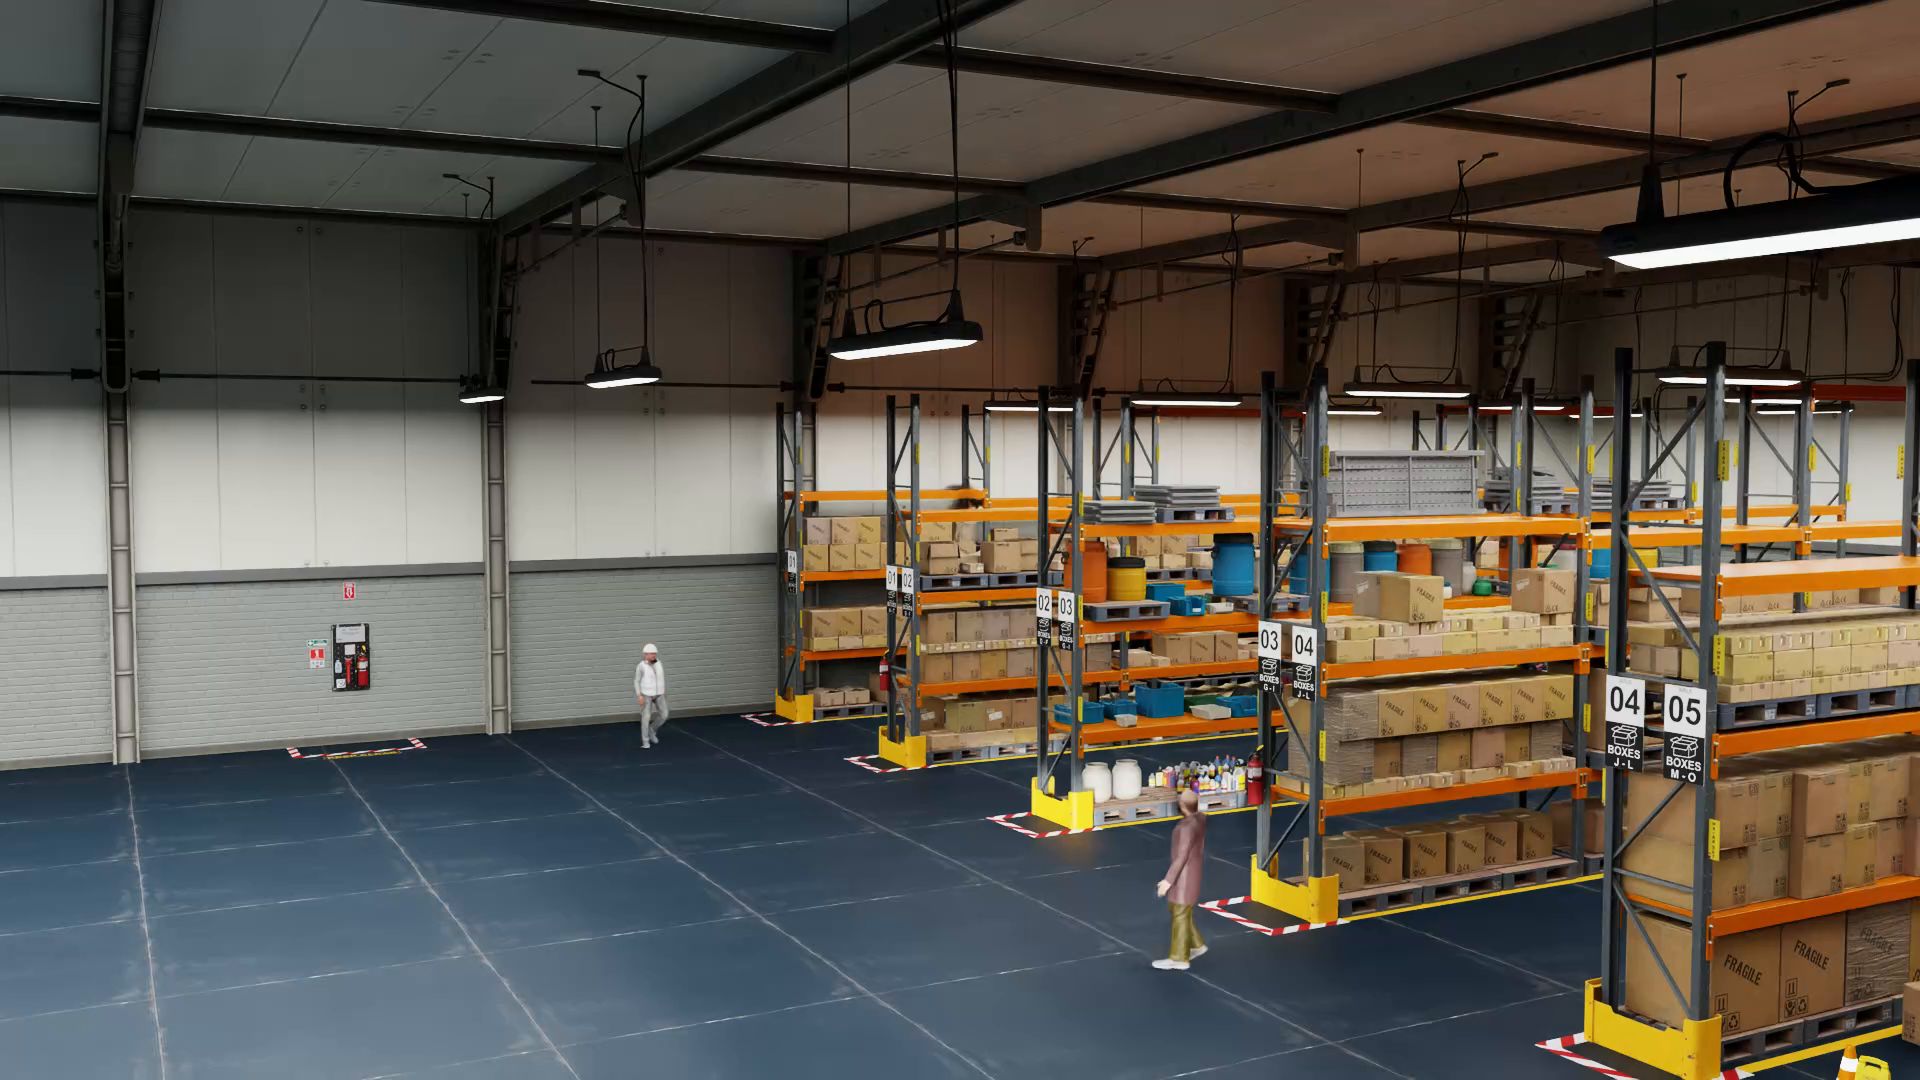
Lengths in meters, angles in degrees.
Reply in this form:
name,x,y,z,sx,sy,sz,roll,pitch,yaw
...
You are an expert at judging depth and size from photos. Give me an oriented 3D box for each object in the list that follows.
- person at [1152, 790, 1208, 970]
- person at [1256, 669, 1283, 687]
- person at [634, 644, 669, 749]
name,x,y,z,sx,sy,sz,roll,pitch,yaw
person,2.189,3.355,16.473,0.536,1.807,0.659,1,3,13
person,6.257,2.367,33.760,1.051,1.733,0.550,-2,4,-30
person,-5.307,2.665,28.602,0.641,1.777,0.519,-3,4,-38
